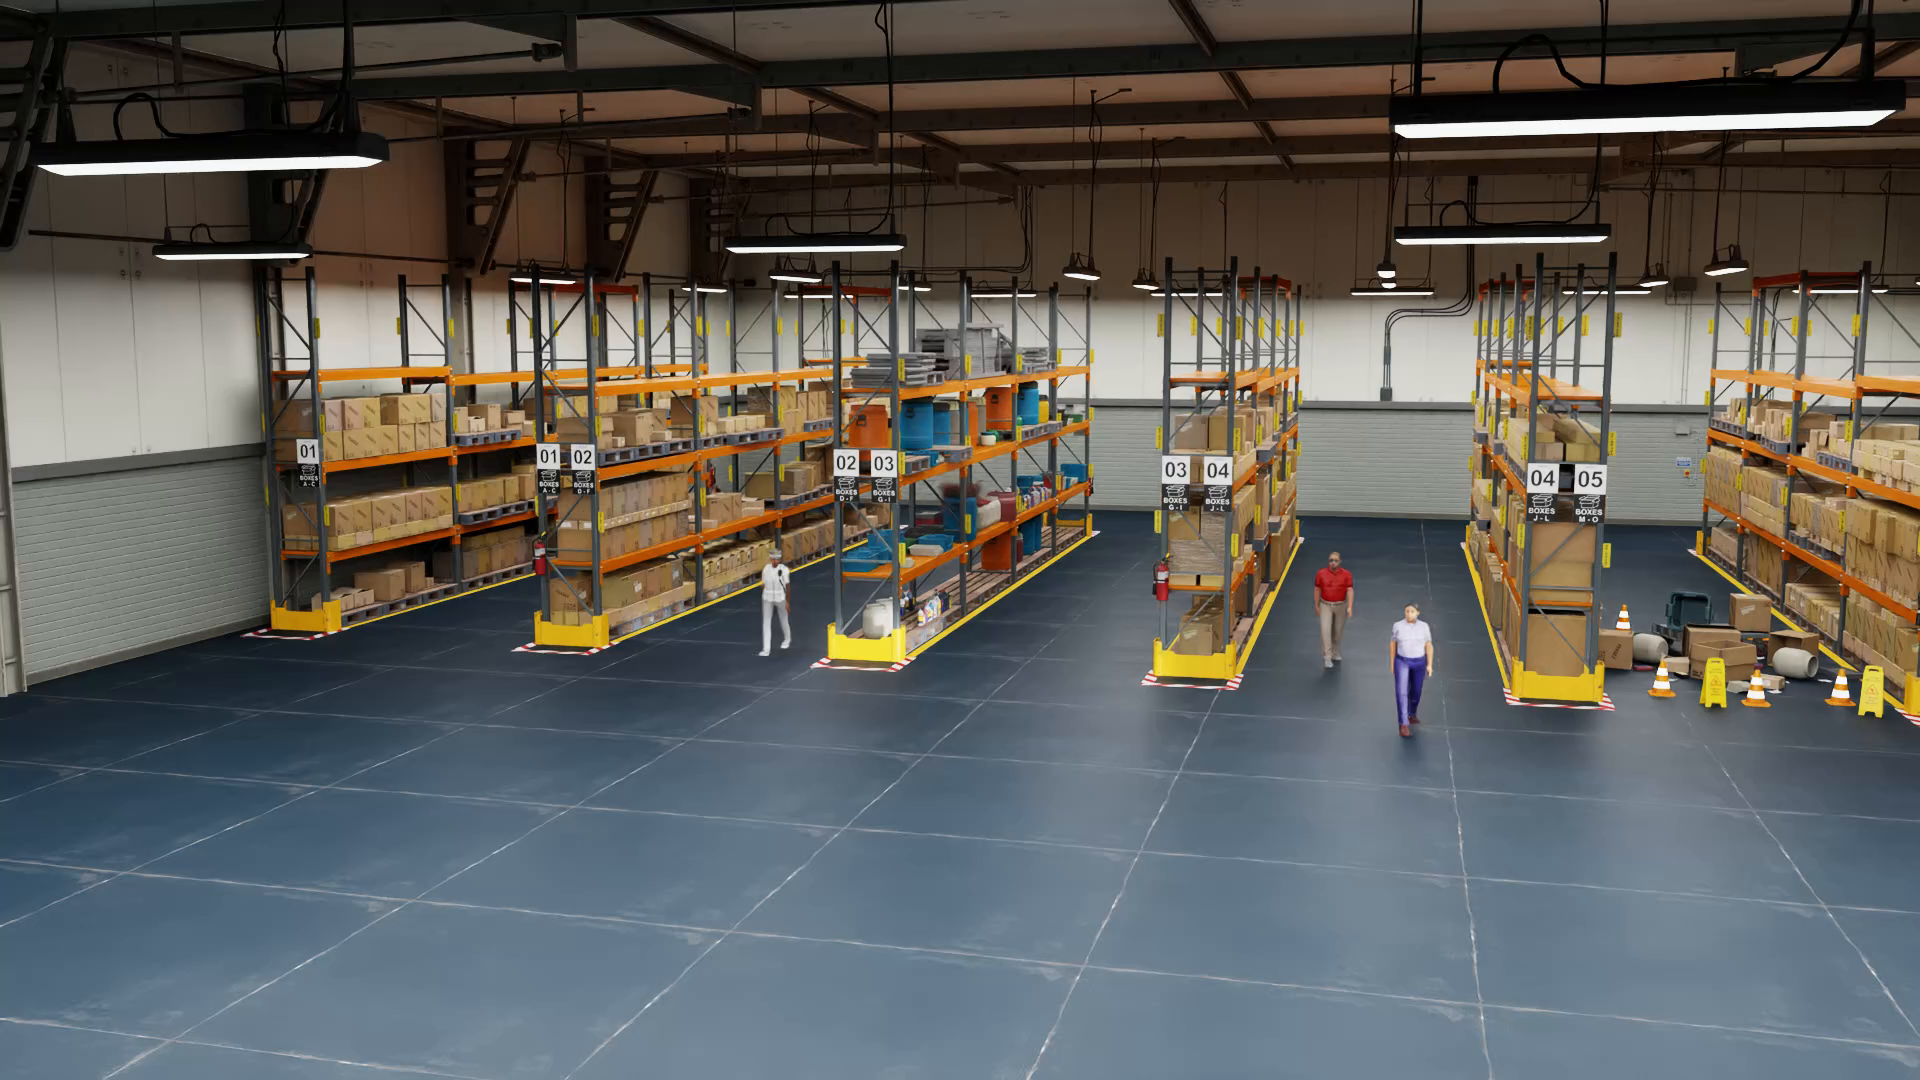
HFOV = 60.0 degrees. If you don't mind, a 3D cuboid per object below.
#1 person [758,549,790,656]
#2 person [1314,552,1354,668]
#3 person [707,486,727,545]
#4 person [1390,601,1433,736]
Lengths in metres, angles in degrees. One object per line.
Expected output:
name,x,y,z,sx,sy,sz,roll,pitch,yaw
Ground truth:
person,-2.850,0.942,25.673,0.469,1.640,0.810,0,7,1
person,5.568,1.017,24.735,0.554,1.673,1.013,1,7,5
person,-5.406,-0.444,36.785,0.469,1.514,1.011,2,7,14
person,5.634,1.566,20.751,0.505,1.608,0.917,1,7,8
